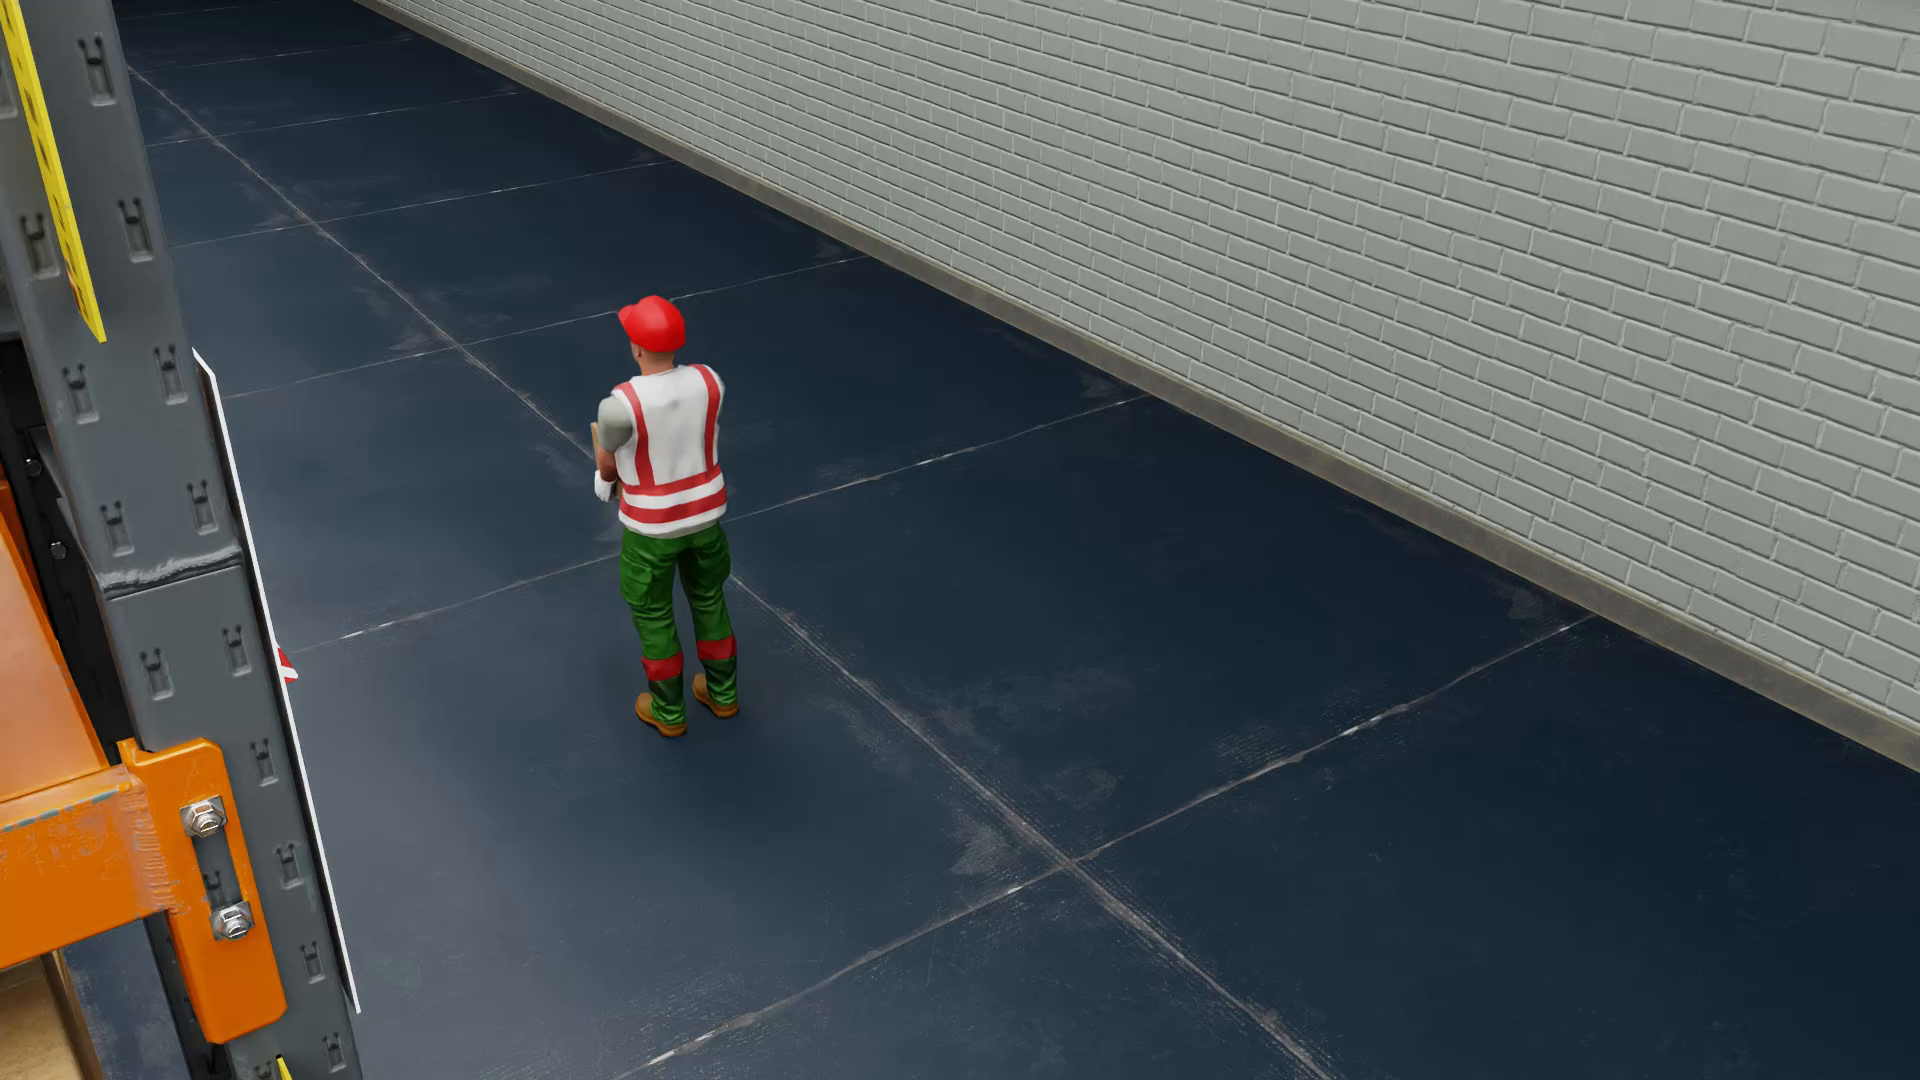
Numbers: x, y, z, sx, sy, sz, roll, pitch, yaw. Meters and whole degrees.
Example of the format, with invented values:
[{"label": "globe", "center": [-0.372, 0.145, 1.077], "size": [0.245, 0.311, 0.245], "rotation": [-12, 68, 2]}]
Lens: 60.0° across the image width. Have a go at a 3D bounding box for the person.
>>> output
[{"label": "person", "center": [-1.148, -0.120, 6.322], "size": [0.495, 1.785, 0.561], "rotation": [-18, 33, -30]}]
